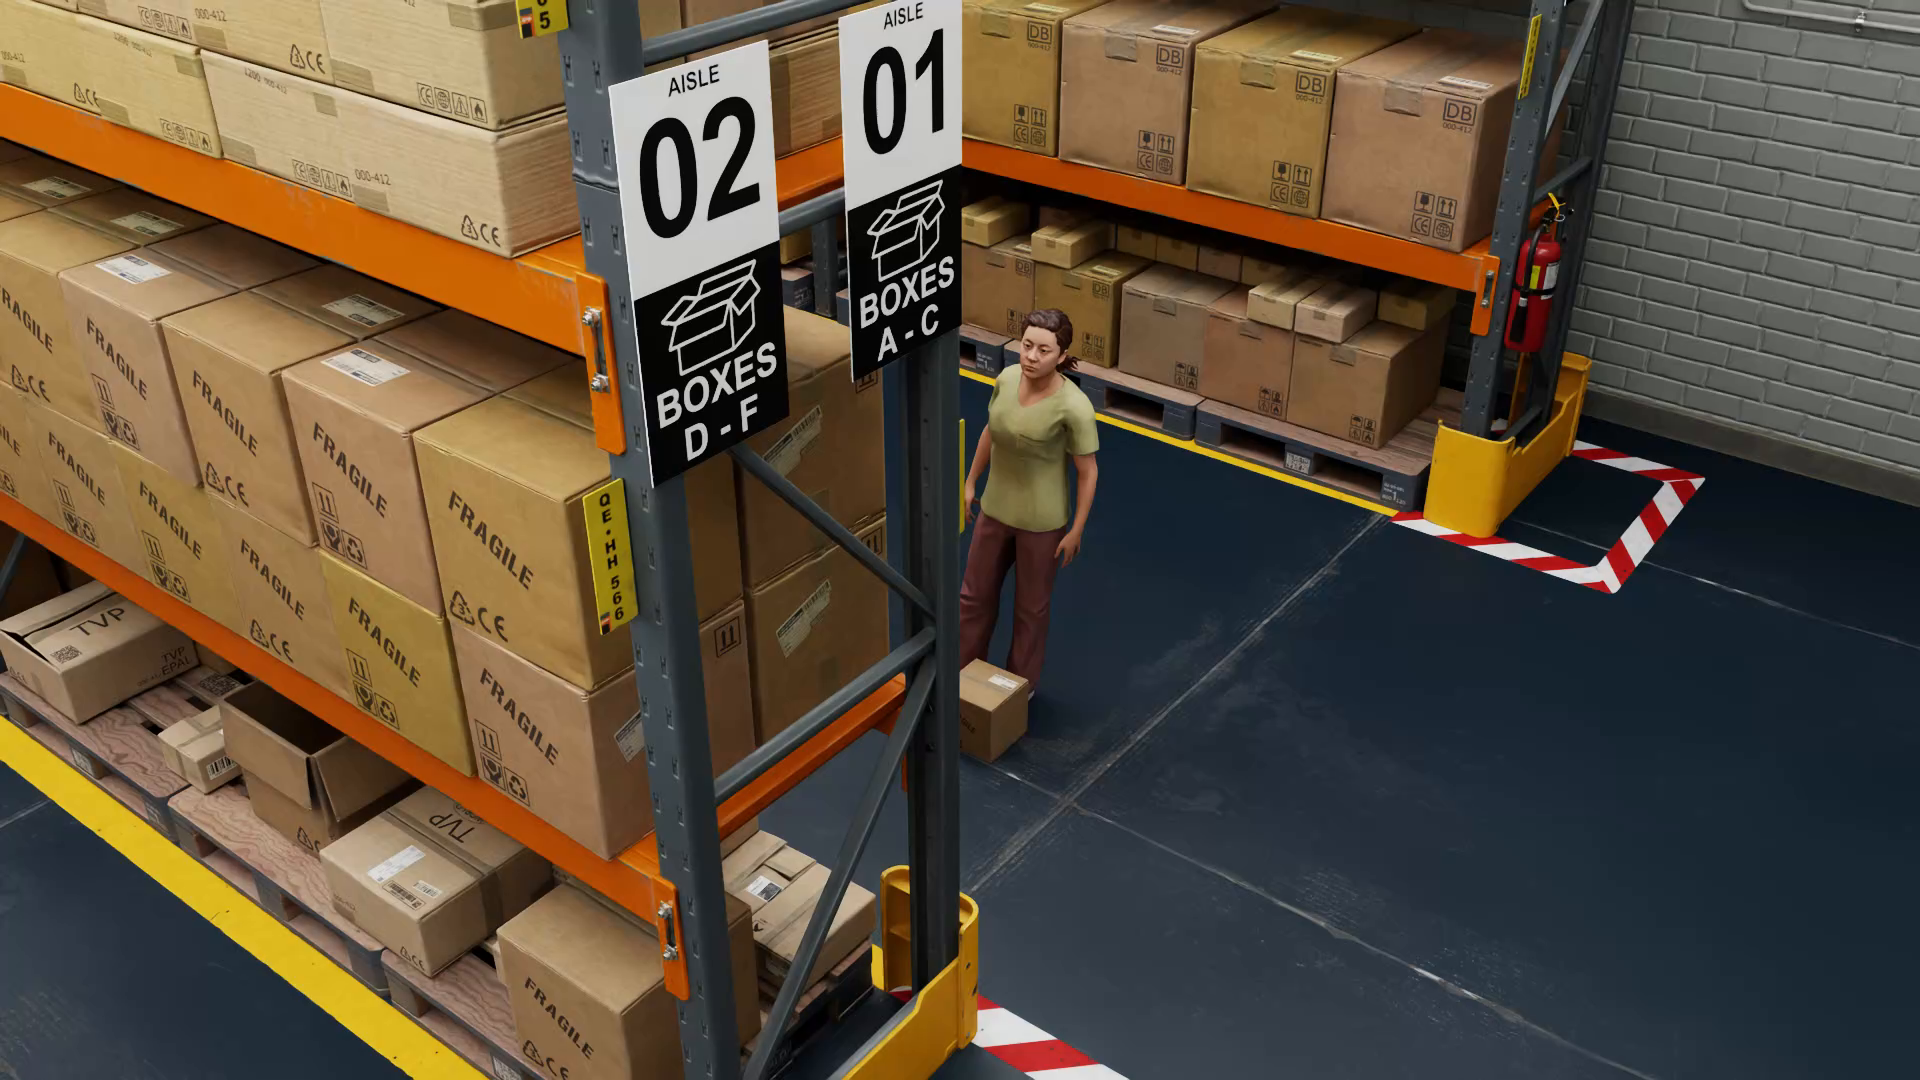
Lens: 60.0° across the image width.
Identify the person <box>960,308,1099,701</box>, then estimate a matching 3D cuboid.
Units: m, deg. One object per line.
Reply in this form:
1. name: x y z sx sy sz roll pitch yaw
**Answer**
1. person: 0.196 -0.053 6.218 0.554 1.660 0.548 21 37 31
